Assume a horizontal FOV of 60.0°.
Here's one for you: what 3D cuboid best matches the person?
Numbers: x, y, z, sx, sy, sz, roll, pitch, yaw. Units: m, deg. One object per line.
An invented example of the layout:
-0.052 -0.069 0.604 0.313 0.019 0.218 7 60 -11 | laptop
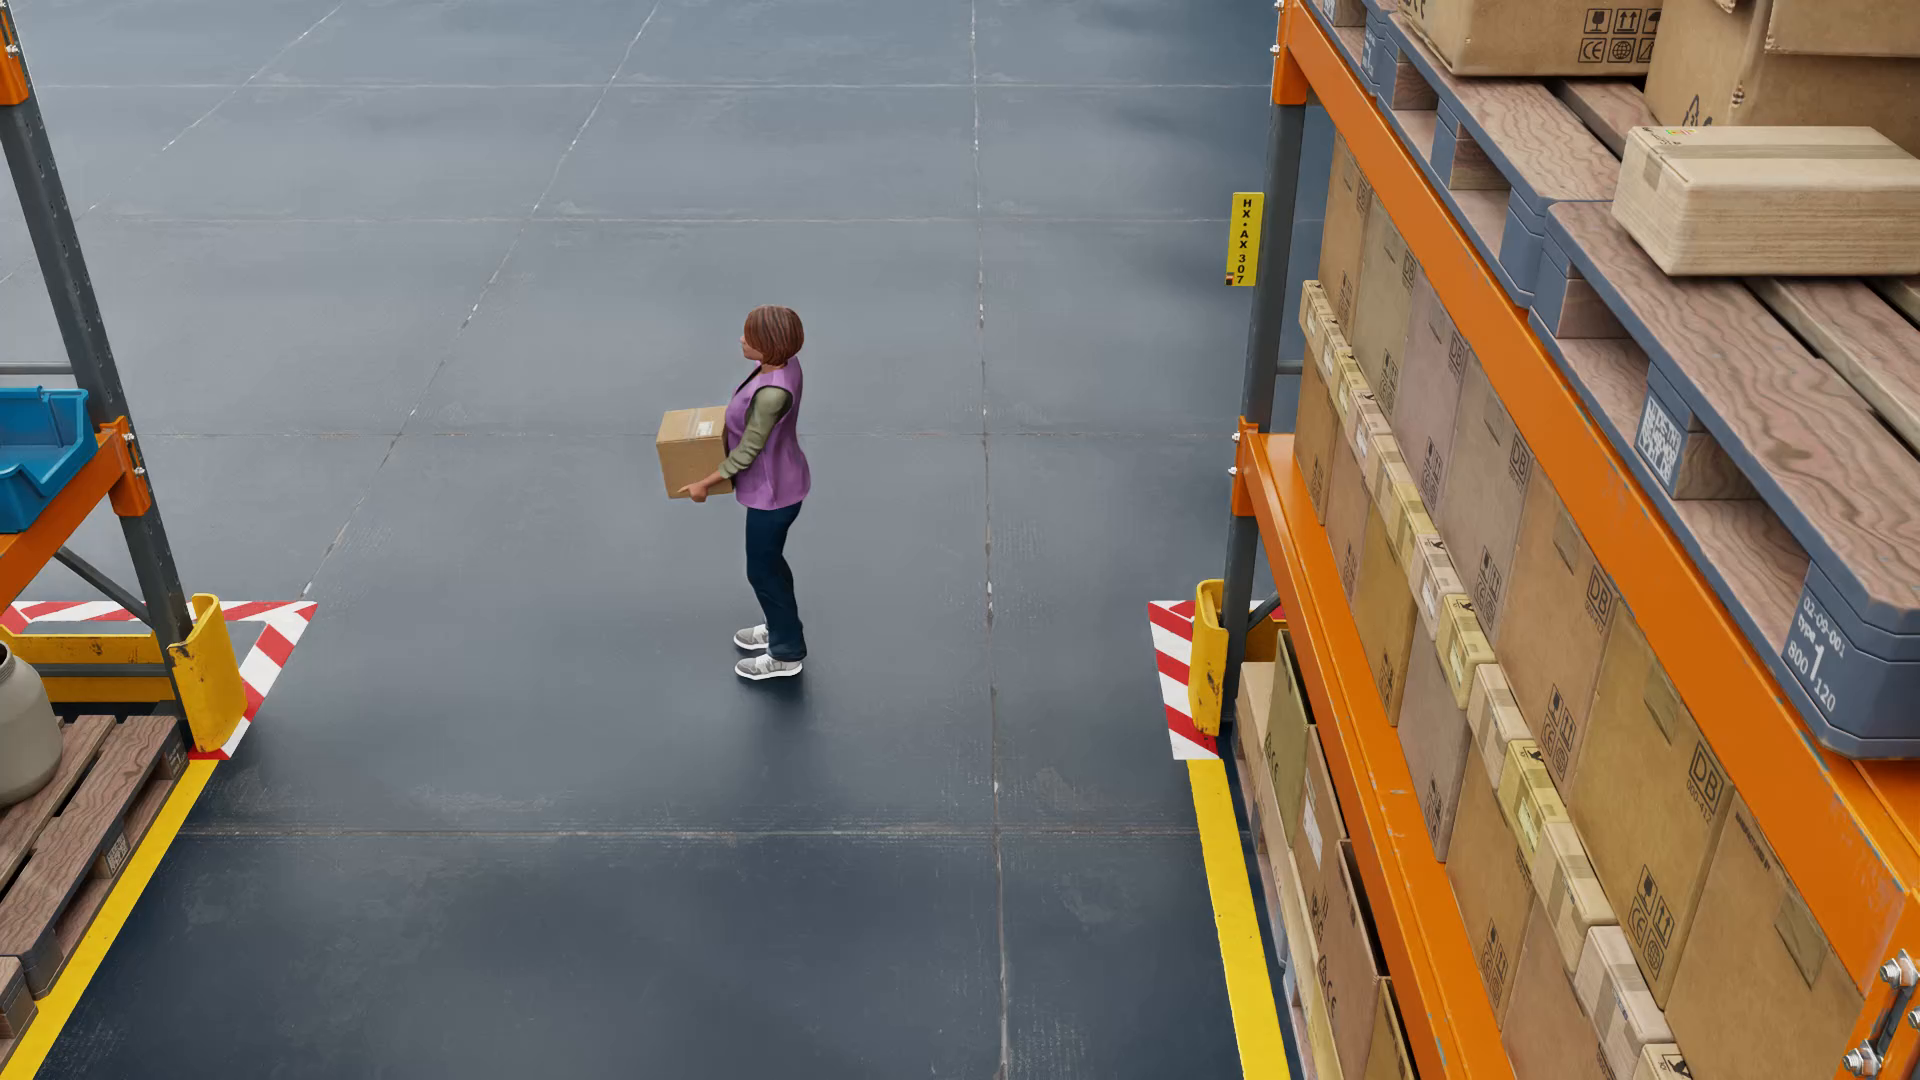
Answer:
-0.819 -0.183 6.442 0.498 1.589 0.408 0 32 0 | person
